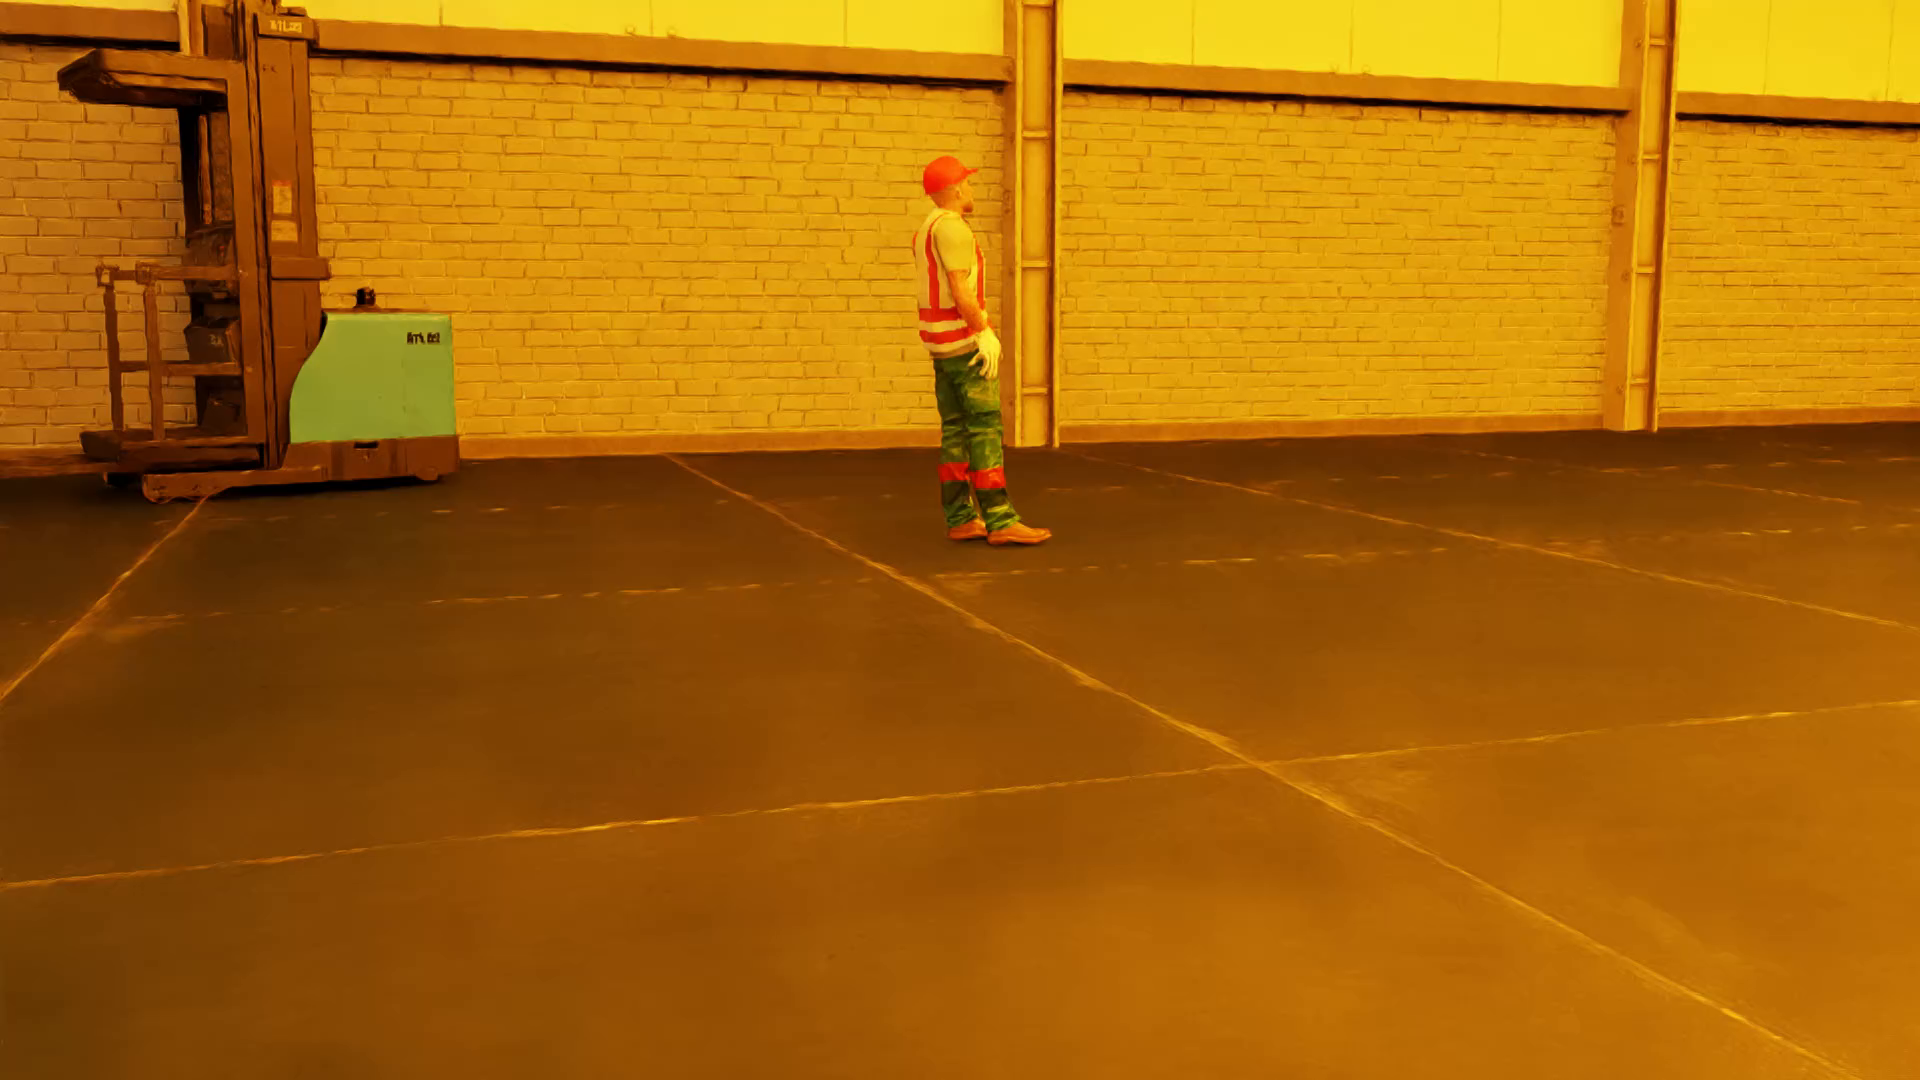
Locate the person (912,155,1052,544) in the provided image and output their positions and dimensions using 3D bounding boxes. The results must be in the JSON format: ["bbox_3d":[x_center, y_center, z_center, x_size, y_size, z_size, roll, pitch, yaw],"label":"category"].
[{"bbox_3d":[0.080,-0.895,7.817,0.563,1.787,0.637,-3,8,-18],"label":"person"}]

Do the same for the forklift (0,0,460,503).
[{"bbox_3d":[-4.649,-1.739,9.838,3.031,2.935,1.130,-6,10,-38],"label":"forklift"}]
